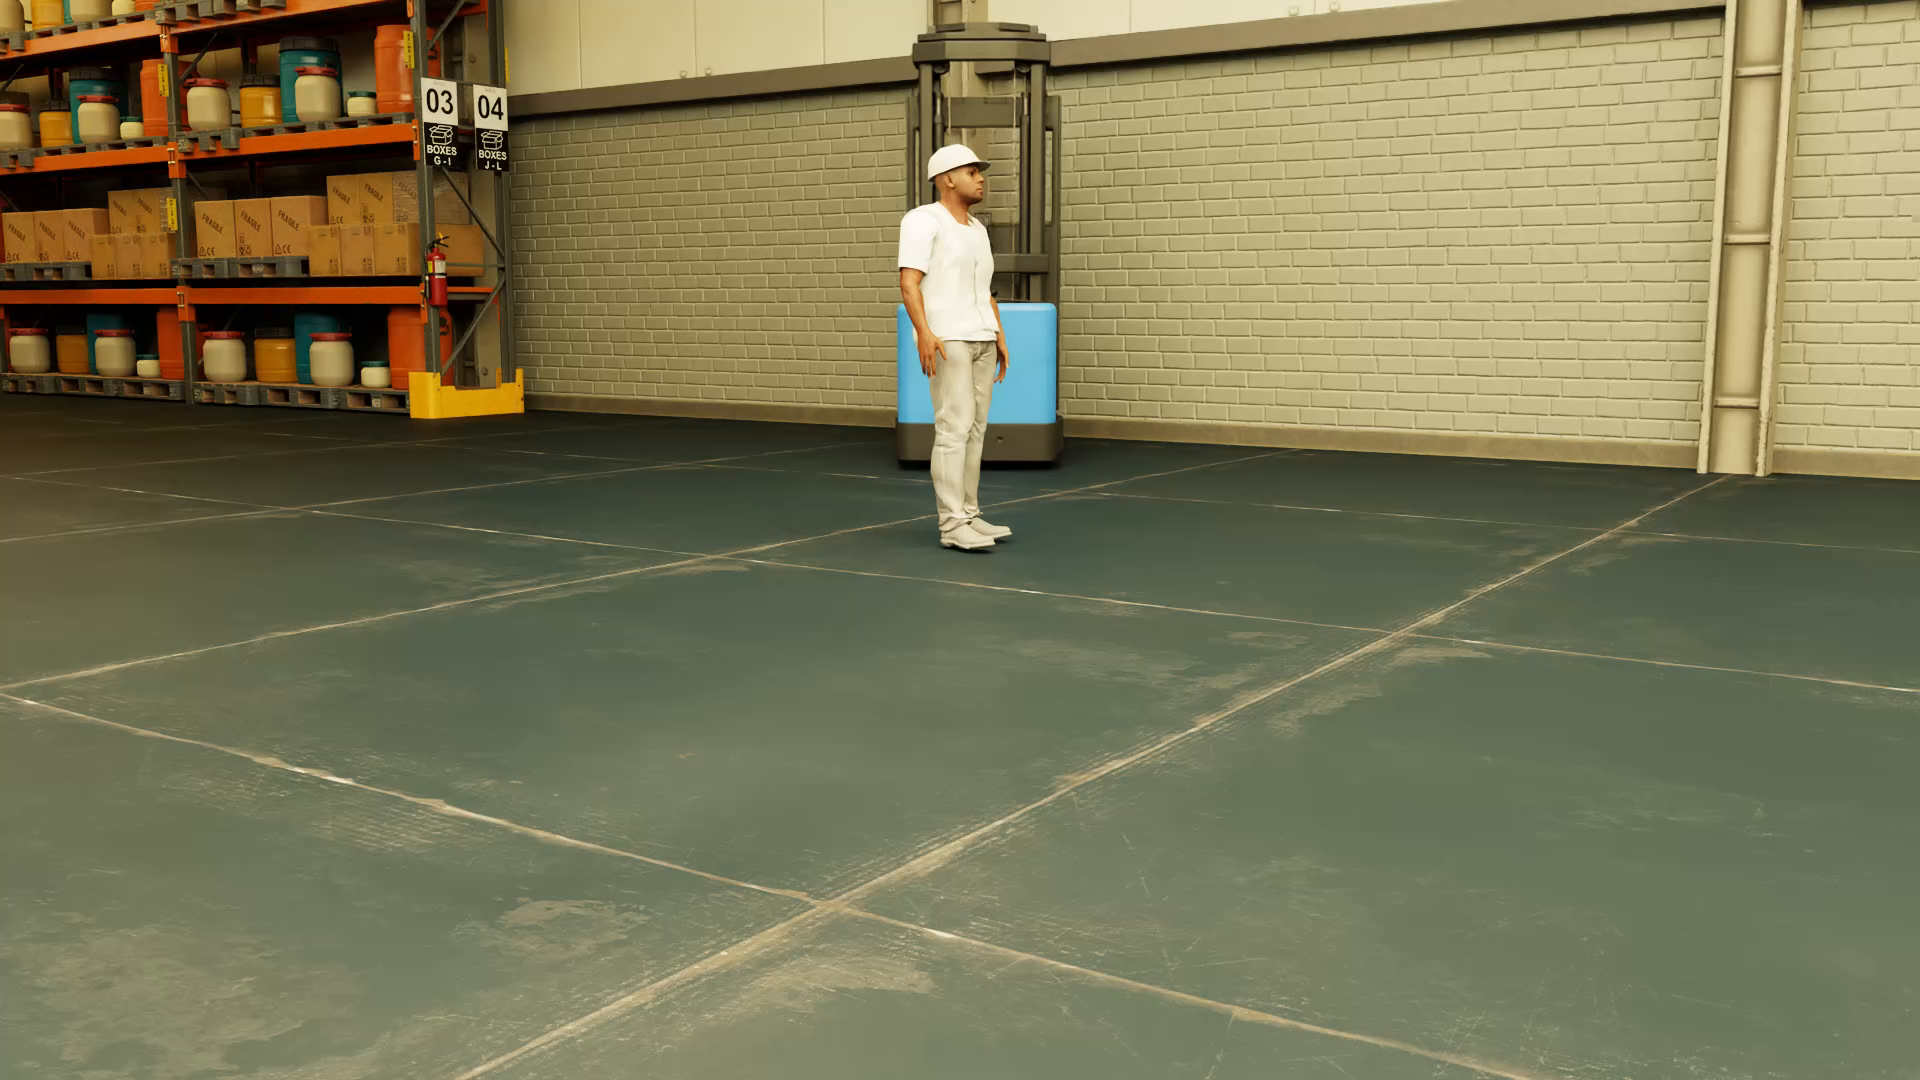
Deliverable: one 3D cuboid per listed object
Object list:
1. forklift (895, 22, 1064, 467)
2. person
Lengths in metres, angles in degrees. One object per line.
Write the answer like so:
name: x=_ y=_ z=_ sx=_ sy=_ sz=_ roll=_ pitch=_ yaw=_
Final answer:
forklift: x=0.179 y=-2.101 z=11.966 sx=1.130 sy=2.935 sz=3.031 roll=0 pitch=8 yaw=3
person: x=0.055 y=-0.875 z=7.435 sx=0.575 sy=1.768 sz=0.666 roll=5 pitch=10 yaw=34
